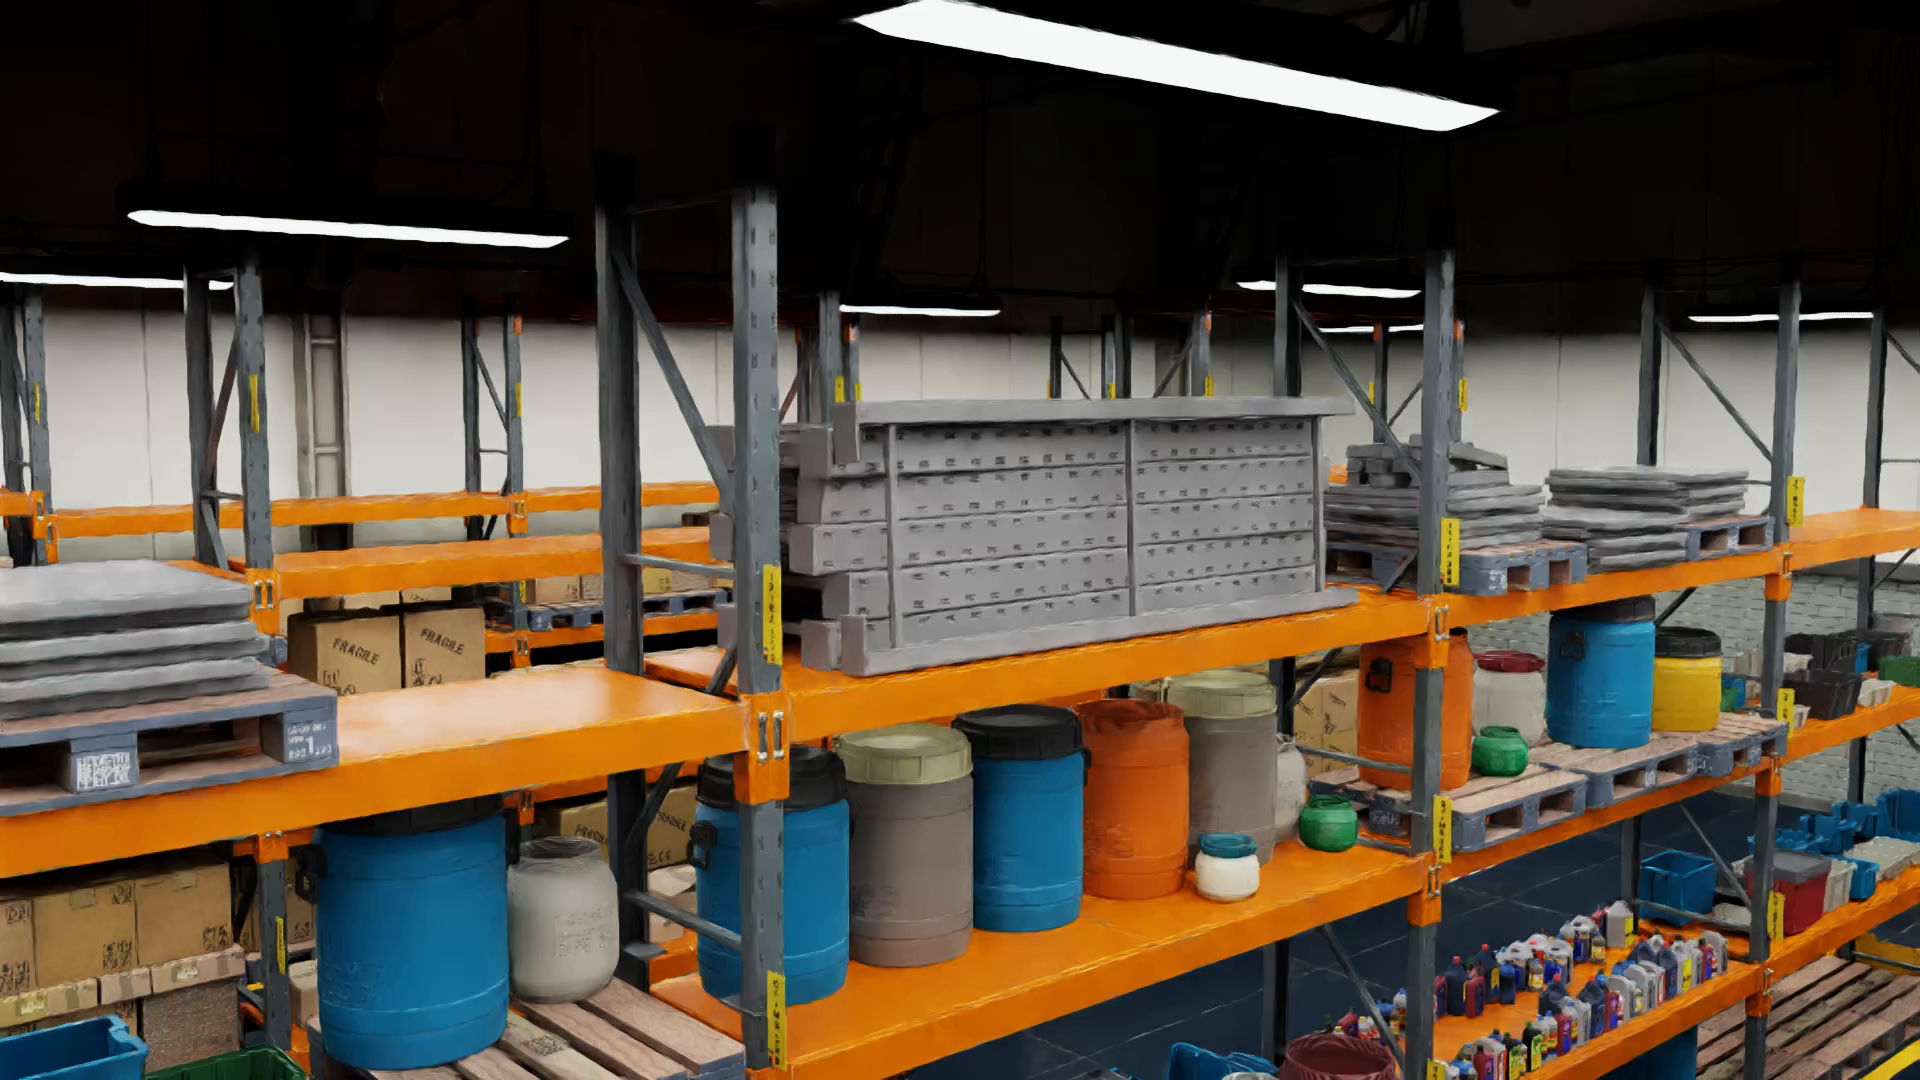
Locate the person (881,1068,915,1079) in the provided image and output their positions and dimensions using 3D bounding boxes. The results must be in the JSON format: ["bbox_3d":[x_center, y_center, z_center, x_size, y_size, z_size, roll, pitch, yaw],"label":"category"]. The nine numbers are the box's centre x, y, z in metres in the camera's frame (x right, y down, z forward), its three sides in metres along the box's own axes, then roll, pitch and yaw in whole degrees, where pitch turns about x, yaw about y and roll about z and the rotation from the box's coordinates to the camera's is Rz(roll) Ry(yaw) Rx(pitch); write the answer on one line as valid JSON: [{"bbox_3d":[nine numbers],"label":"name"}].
[{"bbox_3d":[-0.271,3.503,9.111,0.531,1.629,0.592,-5,7,-43],"label":"person"}]
